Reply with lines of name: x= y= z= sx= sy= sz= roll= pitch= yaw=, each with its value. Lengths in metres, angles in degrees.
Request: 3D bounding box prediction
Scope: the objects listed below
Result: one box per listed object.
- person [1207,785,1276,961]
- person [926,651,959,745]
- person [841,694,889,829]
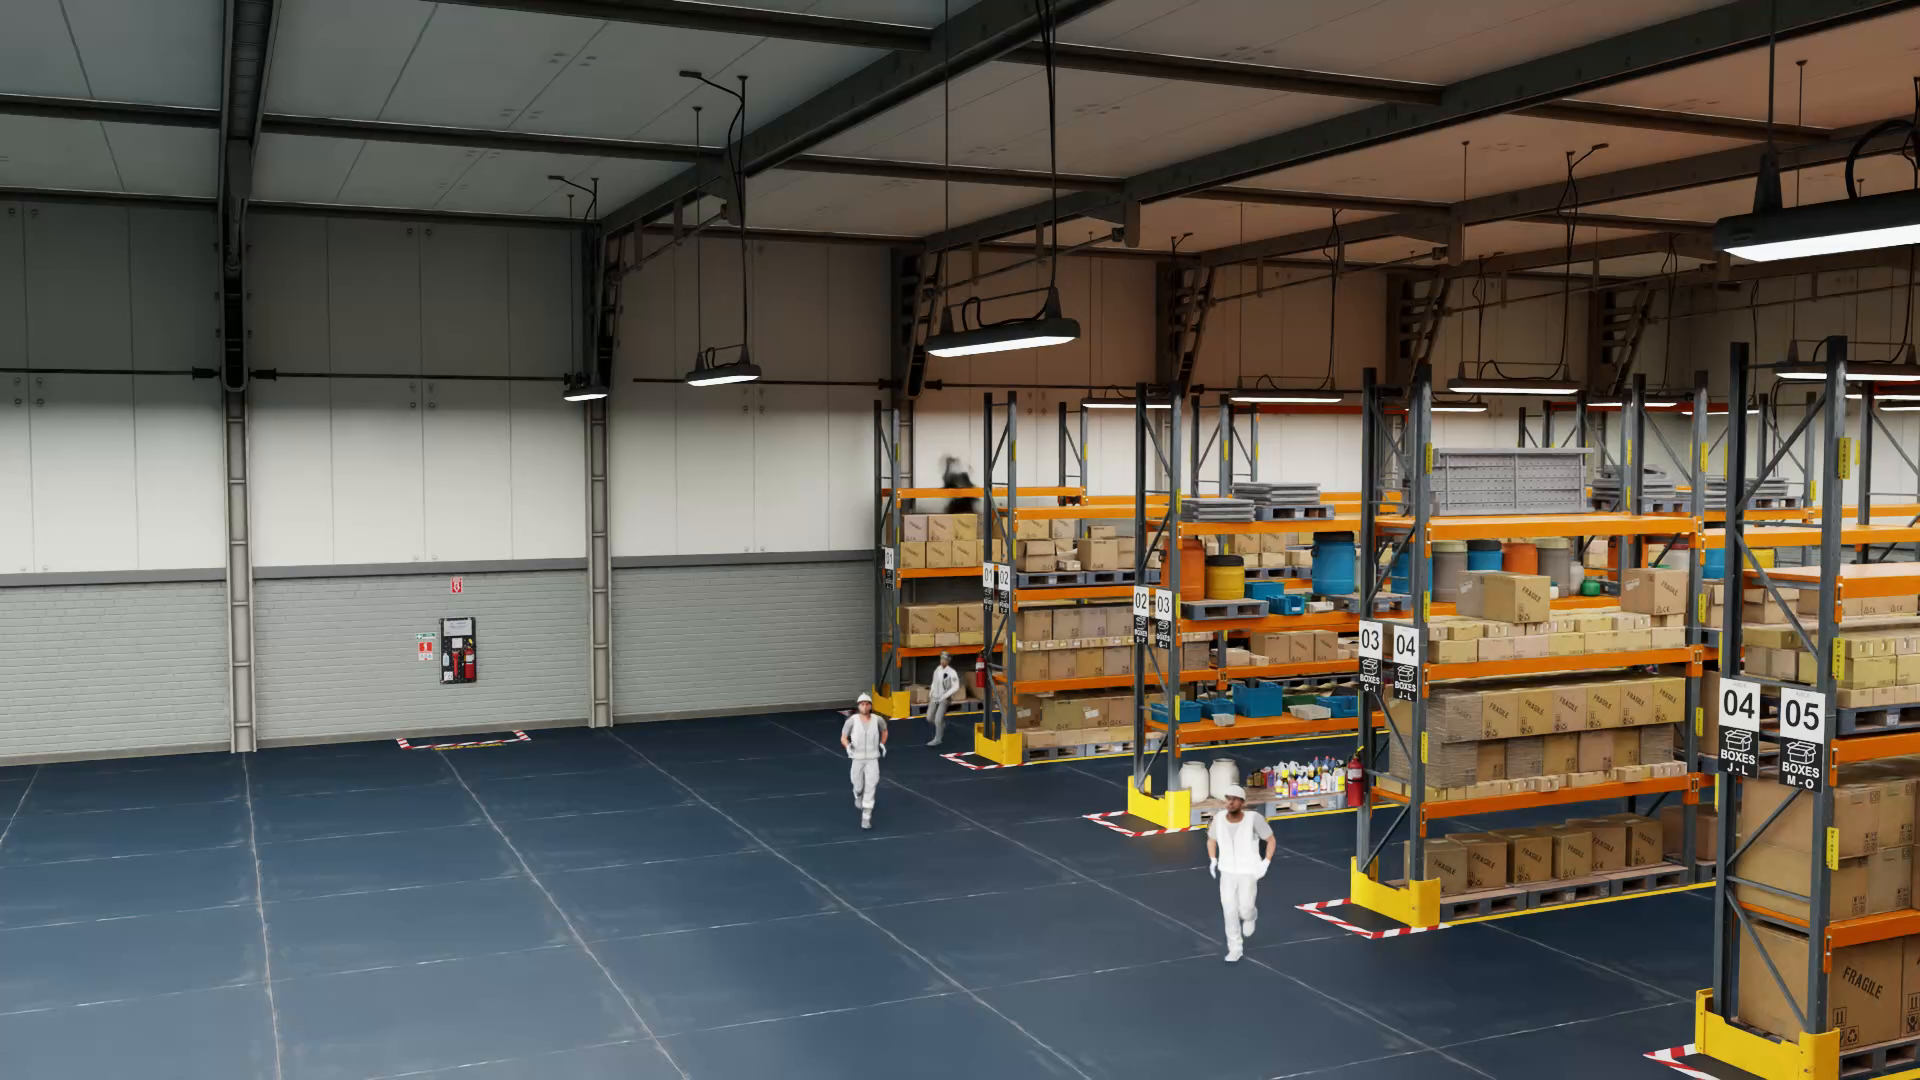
person: x=2.821 y=3.322 z=16.721 sx=0.693 sy=1.754 sz=0.637 roll=2 pitch=4 yaw=25
person: x=-0.274 y=2.705 z=28.412 sx=0.673 sy=1.650 sz=0.524 roll=3 pitch=4 yaw=38
person: x=-1.283 y=2.972 z=22.564 sx=0.657 sy=1.772 sz=0.842 roll=0 pitch=3 yaw=-7
